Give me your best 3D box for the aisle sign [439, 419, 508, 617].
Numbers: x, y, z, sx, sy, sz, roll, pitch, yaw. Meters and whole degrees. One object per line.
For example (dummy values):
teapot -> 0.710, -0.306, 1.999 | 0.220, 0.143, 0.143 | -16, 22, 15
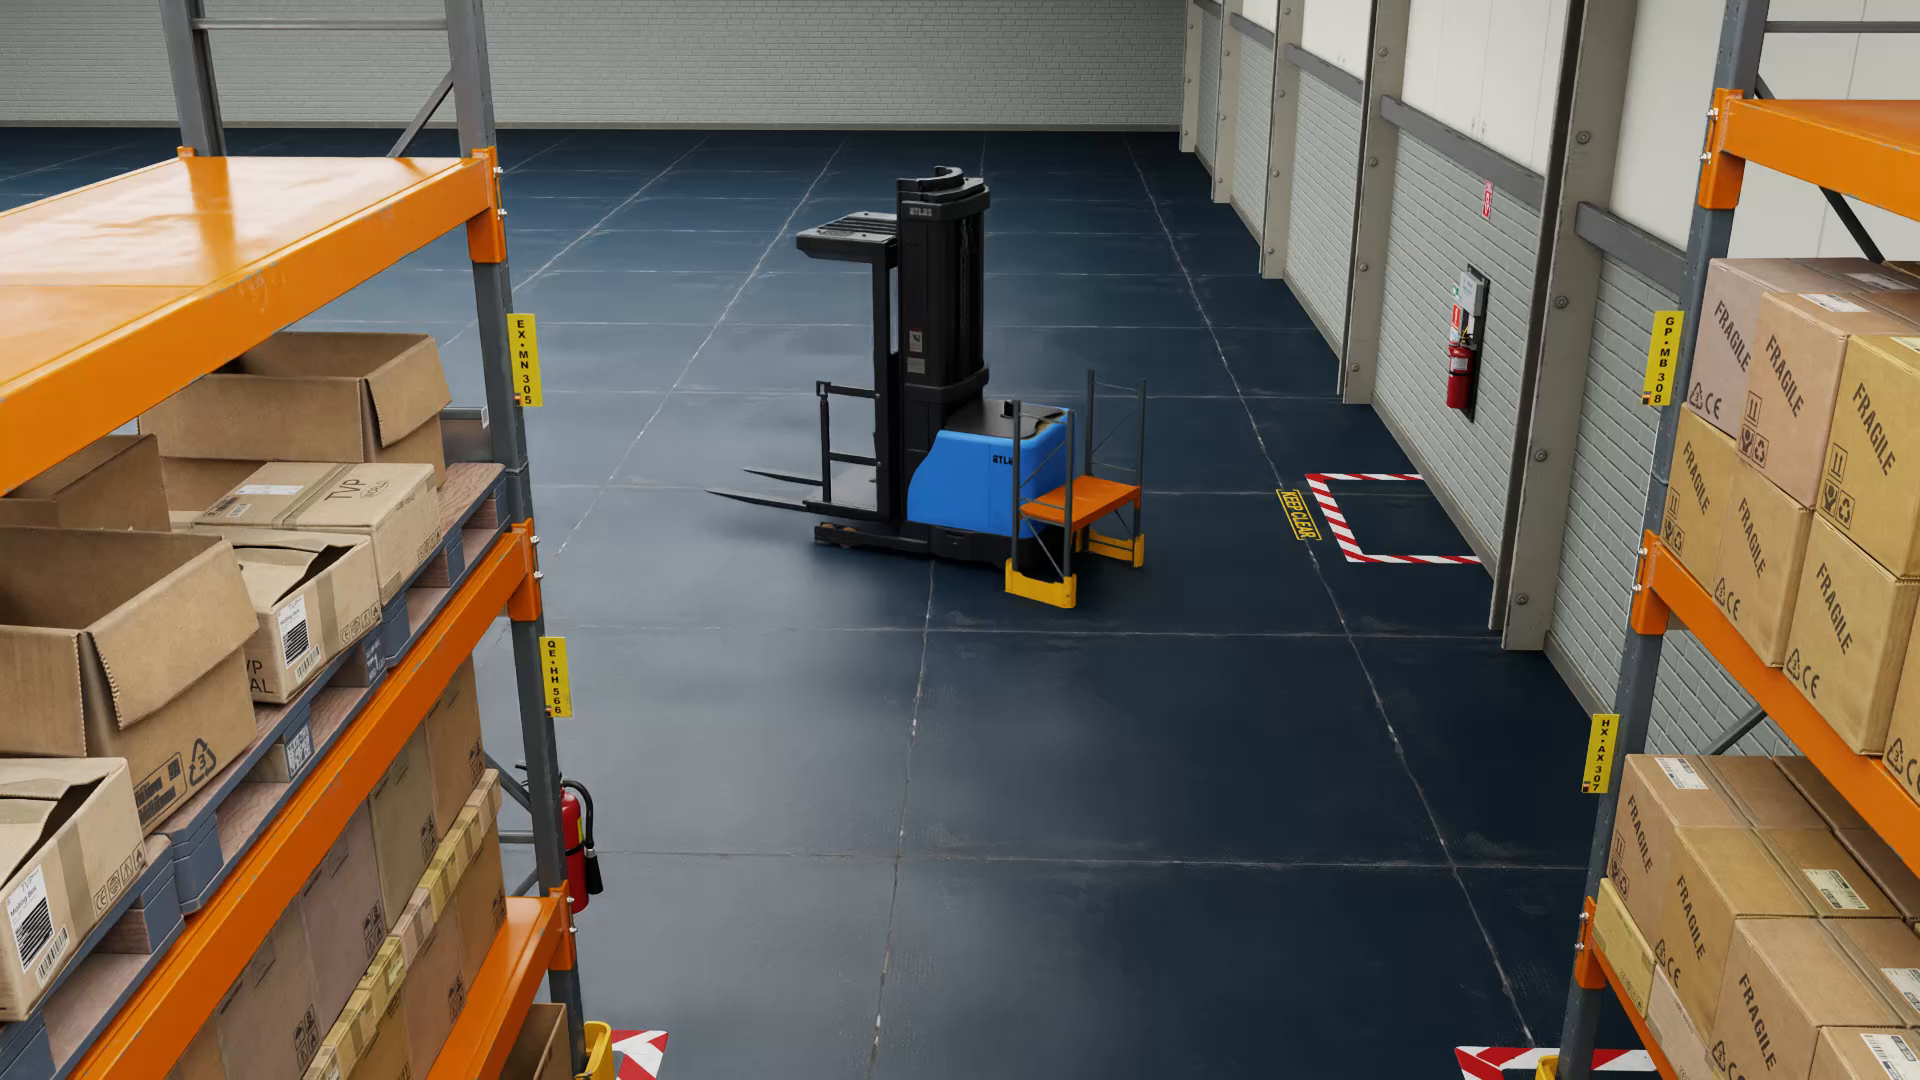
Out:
aisle sign -> -1.743, -0.085, 6.008 | 0.394, 0.787, 0.004 | 1, 21, 2

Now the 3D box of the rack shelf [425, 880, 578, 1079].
rack shelf -> -2.099, 2.206, 4.692 | 1.077, 0.370, 4.000 | 1, 21, 2

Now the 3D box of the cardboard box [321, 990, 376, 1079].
cardboard box -> -1.897, 1.407, 4.722 | 0.380, 0.149, 0.250 | 1, 21, 3

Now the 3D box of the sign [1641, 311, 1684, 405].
sign -> 2.371, -0.611, 5.603 | 0.100, 0.325, 0.005 | 1, 21, 2

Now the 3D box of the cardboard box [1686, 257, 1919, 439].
cardboard box -> 2.659, -0.583, 5.191 | 0.500, 0.500, 0.500 | -1, 21, -2

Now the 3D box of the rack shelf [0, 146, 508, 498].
rack shelf -> -2.099, -0.405, 3.679 | 1.077, 0.370, 4.000 | 1, 21, 2

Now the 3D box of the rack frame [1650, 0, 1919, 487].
rack frame -> 2.913, -1.596, 5.203 | 1.000, 3.000, 0.127 | 1, 21, 2

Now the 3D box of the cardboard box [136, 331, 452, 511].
cardboard box -> -2.060, -0.353, 5.228 | 0.797, 0.503, 0.637 | 2, 21, 5

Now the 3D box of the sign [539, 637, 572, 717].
sign -> -1.496, 0.508, 6.145 | 0.100, 0.325, 0.005 | 1, 21, 2

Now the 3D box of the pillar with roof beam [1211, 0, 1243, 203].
pillar with roof beam -> 0.183, -10.059, 27.013 | 9.100, 9.000, 0.400 | 1, 21, 2

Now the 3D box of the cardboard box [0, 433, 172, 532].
cardboard box -> -2.362, 0.039, 4.224 | 0.500, 0.500, 0.500 | 1, 21, 2

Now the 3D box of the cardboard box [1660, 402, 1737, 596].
cardboard box -> 2.653, -0.136, 5.420 | 0.500, 0.500, 0.500 | 1, 21, 3

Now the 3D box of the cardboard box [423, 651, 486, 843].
cardboard box -> -2.067, 0.684, 5.689 | 0.700, 0.500, 0.500 | 1, 21, 2

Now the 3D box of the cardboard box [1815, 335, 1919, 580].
cardboard box -> 2.588, -0.217, 4.247 | 0.500, 0.500, 0.500 | 1, 21, 3

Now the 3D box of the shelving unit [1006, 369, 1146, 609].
shelving unit -> 0.889, -0.409, 12.509 | 0.587, 1.500, 1.083 | 15, 26, 33

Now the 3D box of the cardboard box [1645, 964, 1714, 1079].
cardboard box -> 2.579, 1.622, 5.382 | 0.500, 0.250, 0.500 | 0, 21, 0

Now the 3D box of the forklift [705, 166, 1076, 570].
forklift -> -0.623, -1.465, 13.253 | 3.031, 2.935, 1.130 | 9, 23, 22

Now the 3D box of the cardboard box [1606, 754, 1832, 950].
cardboard box -> 2.598, 1.081, 5.740 | 0.500, 0.500, 0.500 | 1, 21, 2

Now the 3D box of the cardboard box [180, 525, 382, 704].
cardboard box -> -1.827, 0.150, 4.199 | 0.500, 0.311, 0.500 | 3, 21, 8

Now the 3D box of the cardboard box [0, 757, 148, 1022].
cardboard box -> -1.865, 0.601, 3.035 | 0.500, 0.311, 0.500 | -1, 21, -1

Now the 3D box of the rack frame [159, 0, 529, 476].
rack frame -> -2.038, -1.650, 5.340 | 1.000, 3.000, 0.127 | 1, 21, 2

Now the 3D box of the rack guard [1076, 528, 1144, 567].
rack guard -> 1.178, 0.027, 13.113 | 0.587, 0.250, 0.087 | 15, 26, 33

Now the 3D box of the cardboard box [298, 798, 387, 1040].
cardboard box -> -2.092, 1.056, 4.729 | 0.700, 0.500, 0.500 | 1, 21, 2

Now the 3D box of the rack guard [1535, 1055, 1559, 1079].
rack guard -> 2.911, 2.393, 6.670 | 1.175, 0.500, 0.348 | 1, 21, 2

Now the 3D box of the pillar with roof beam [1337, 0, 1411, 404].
pillar with roof beam -> -0.182, -5.720, 15.831 | 9.100, 9.000, 0.400 | 1, 21, 2

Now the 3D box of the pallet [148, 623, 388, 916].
pallet -> -2.120, 0.488, 4.101 | 1.003, 0.211, 1.213 | 1, 21, 2

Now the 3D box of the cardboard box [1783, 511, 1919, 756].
cardboard box -> 2.589, 0.246, 4.436 | 0.500, 0.500, 0.500 | 2, 21, 4

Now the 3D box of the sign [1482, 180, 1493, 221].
sign -> 4.152, -2.682, 13.090 | 0.001, 0.298, 0.199 | 1, 21, 2

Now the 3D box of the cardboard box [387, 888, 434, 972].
cardboard box -> -1.884, 1.217, 5.212 | 0.380, 0.149, 0.250 | 1, 21, 2

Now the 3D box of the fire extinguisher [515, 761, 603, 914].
fire extinguisher -> -1.570, 1.146, 6.536 | 0.296, 0.674, 0.183 | 1, 21, 2

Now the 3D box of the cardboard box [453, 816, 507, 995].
cardboard box -> -2.065, 1.269, 5.973 | 0.700, 0.500, 0.500 | 1, 21, 2

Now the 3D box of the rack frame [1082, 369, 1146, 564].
rack frame -> 1.190, -0.561, 12.902 | 0.500, 1.500, 0.032 | 15, 26, 33

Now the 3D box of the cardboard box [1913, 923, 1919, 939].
cardboard box -> 3.075, 1.453, 4.780 | 0.500, 0.500, 0.500 | 0, 21, 0

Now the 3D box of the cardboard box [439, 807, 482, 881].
cardboard box -> -1.866, 1.033, 5.685 | 0.380, 0.149, 0.250 | 1, 21, 3

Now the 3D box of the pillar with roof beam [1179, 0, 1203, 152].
pillar with roof beam -> 0.366, -12.228, 32.604 | 9.100, 9.000, 0.400 | 1, 21, 2

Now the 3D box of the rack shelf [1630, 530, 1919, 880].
rack shelf -> 2.852, 0.860, 4.012 | 1.077, 0.370, 4.000 | 1, 21, 2

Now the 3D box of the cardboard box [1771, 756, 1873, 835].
cardboard box -> 3.111, 1.084, 5.731 | 0.500, 0.500, 0.500 | 0, 21, 1

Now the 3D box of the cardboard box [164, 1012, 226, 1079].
cardboard box -> -2.123, 1.418, 3.797 | 0.700, 0.500, 0.500 | 1, 21, 2

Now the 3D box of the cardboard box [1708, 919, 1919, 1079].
cardboard box -> 2.551, 1.446, 4.798 | 0.500, 0.500, 0.500 | 0, 21, 0

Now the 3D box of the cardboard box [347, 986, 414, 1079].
cardboard box -> -2.097, 1.639, 5.021 | 0.700, 0.500, 0.500 | 1, 21, 2

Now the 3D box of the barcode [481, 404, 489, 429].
barcode -> -1.565, -0.407, 5.483 | 0.001, 0.075, 0.075 | 1, 21, 2
